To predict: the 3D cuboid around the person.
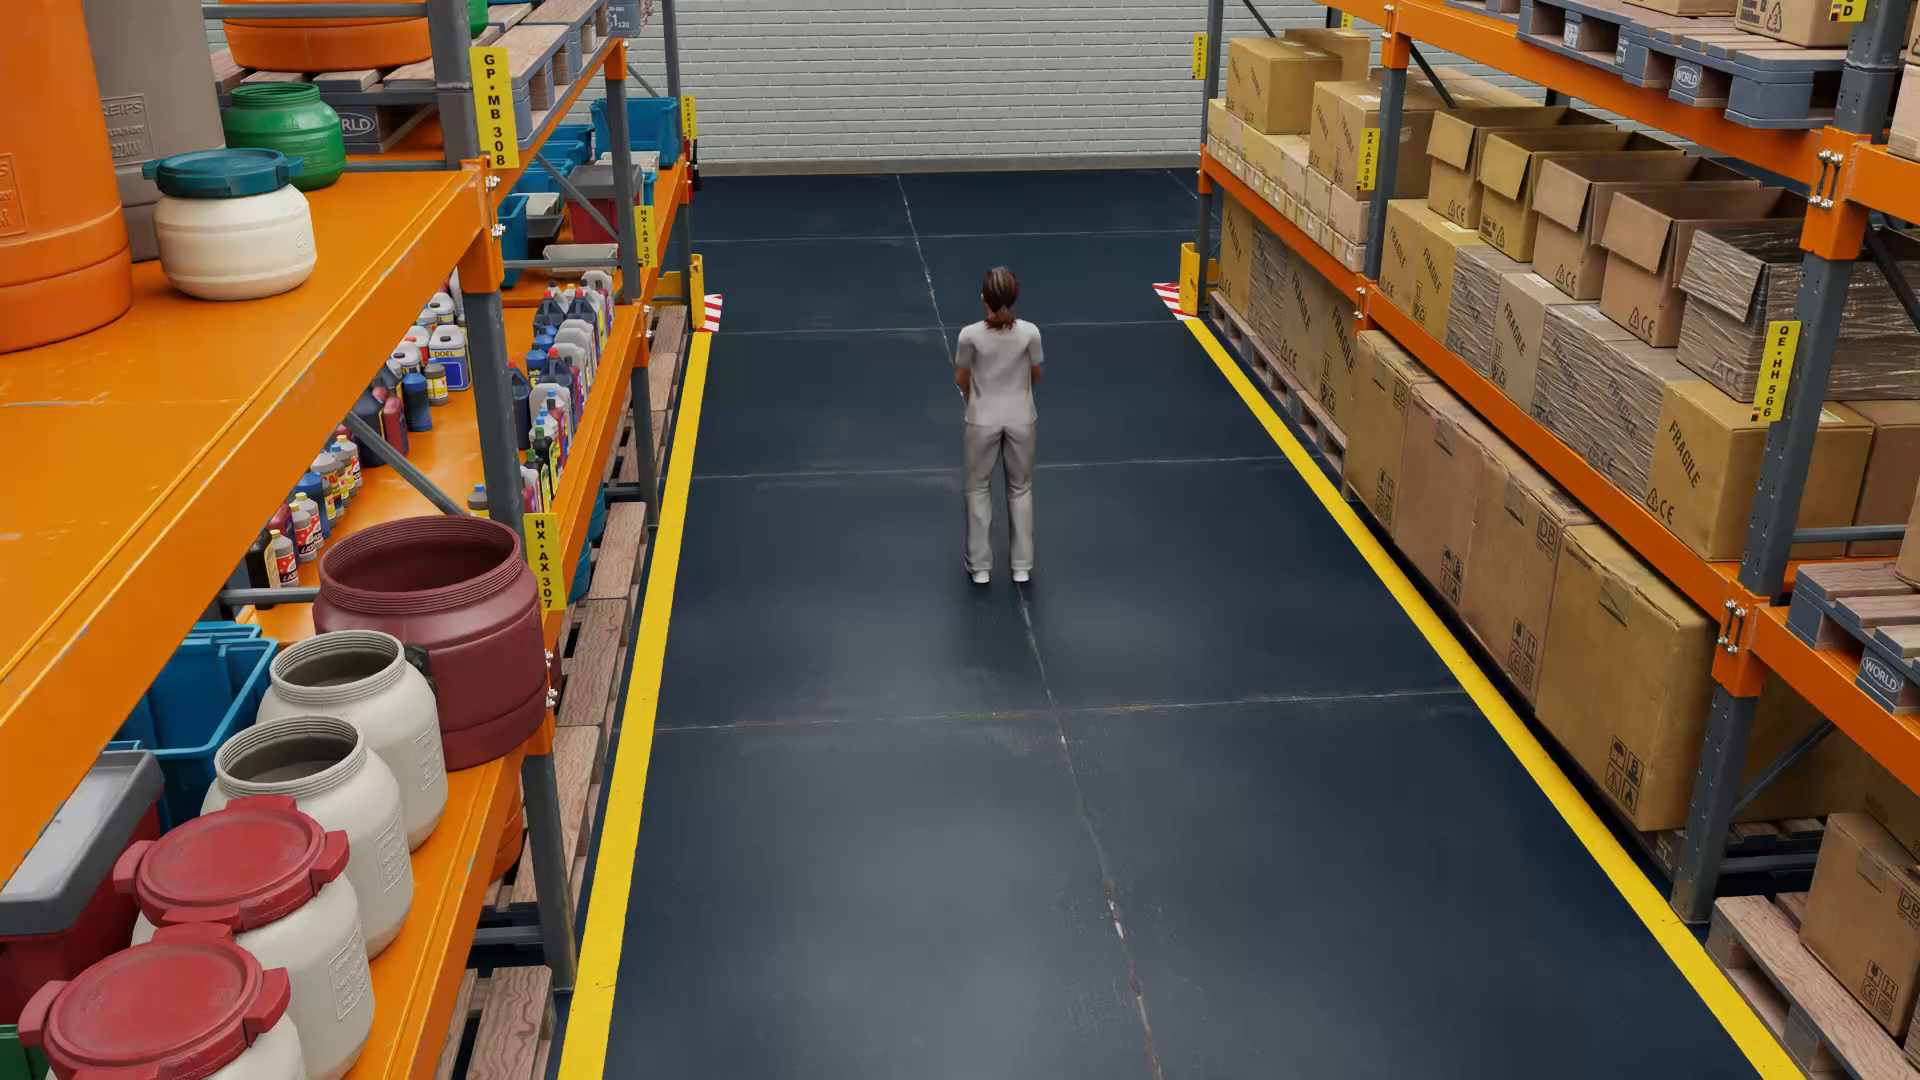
[{"bbox_3d":[0.190,-0.605,8.479,0.447,1.667,0.548,-2,24,-5],"label":"person"}]
